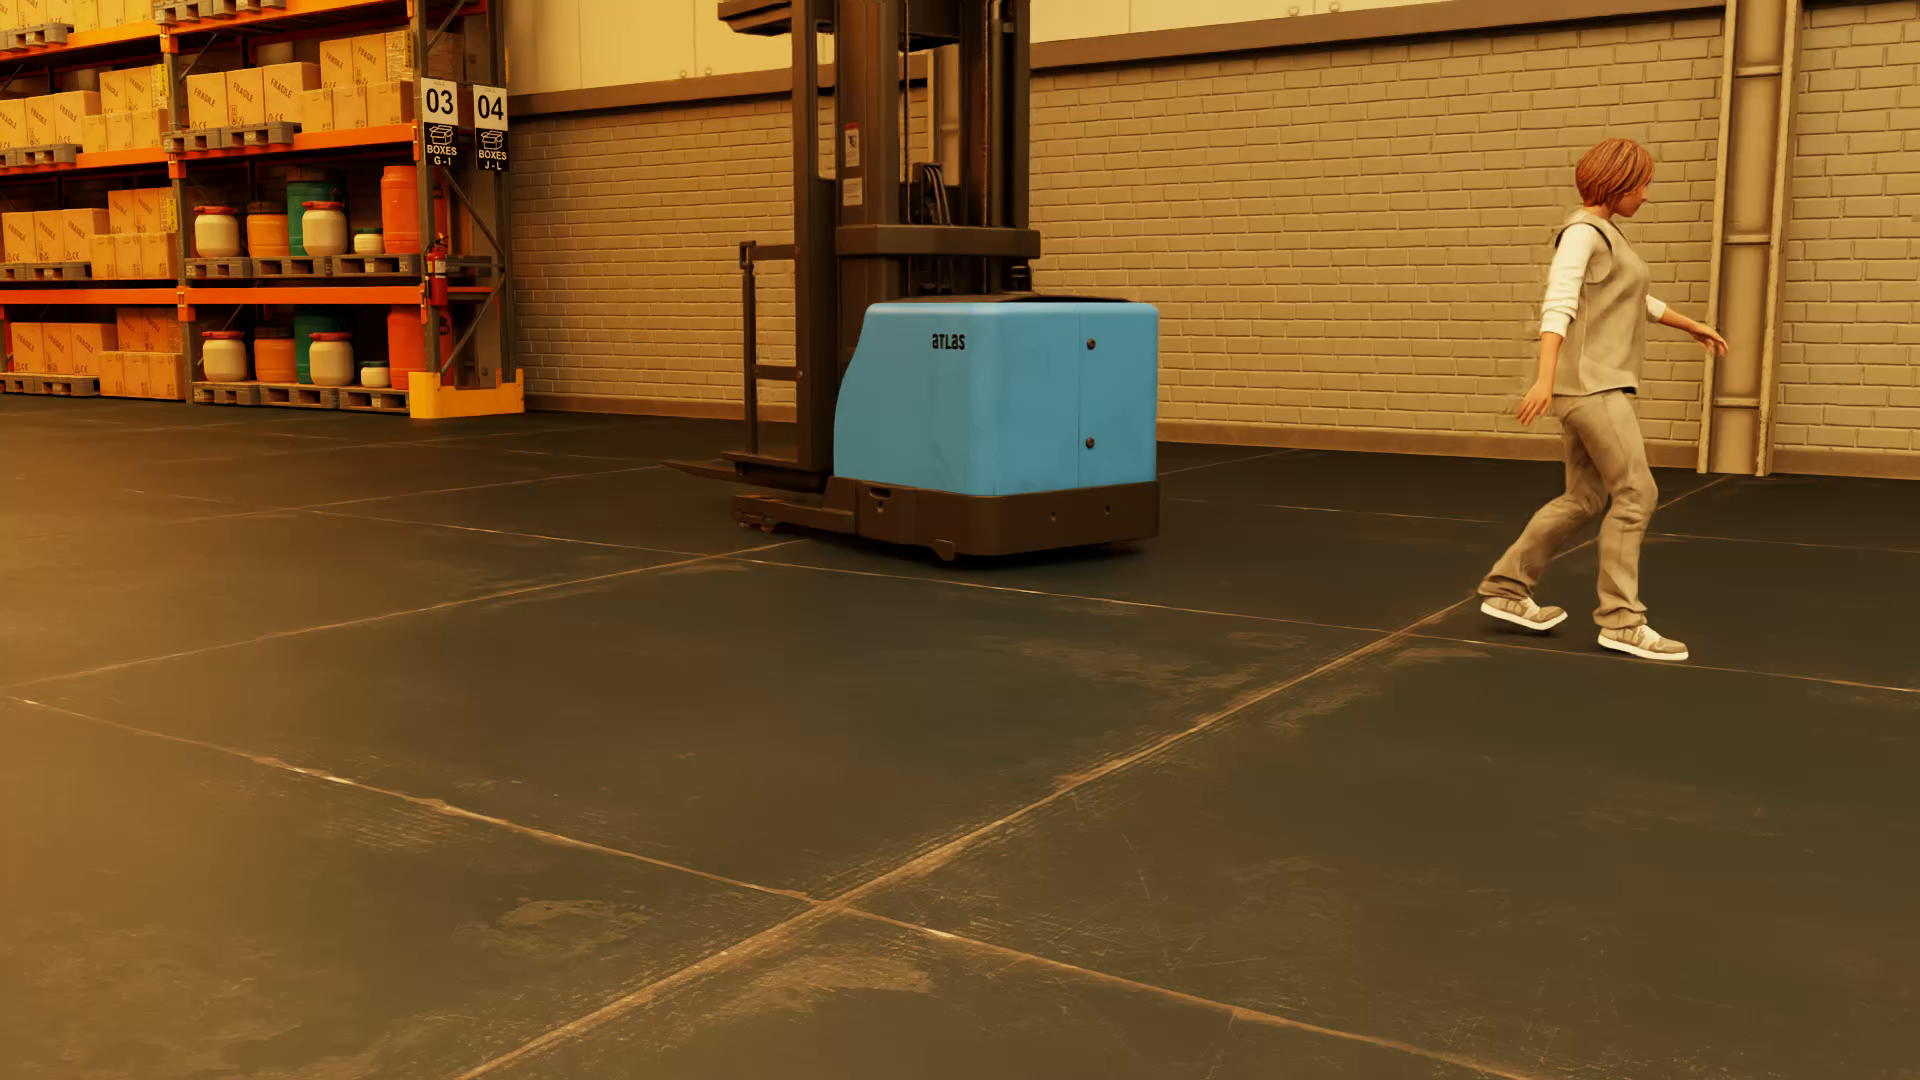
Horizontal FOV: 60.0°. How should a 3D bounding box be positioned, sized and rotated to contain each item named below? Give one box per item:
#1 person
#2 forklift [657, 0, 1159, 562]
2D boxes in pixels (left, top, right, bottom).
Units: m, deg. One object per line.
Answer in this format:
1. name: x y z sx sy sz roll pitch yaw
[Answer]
1. person: 1.985 -0.437 5.158 0.703 1.574 0.812 4 9 25
2. forklift: -0.444 -1.522 7.897 1.130 2.935 3.031 -6 10 -38
